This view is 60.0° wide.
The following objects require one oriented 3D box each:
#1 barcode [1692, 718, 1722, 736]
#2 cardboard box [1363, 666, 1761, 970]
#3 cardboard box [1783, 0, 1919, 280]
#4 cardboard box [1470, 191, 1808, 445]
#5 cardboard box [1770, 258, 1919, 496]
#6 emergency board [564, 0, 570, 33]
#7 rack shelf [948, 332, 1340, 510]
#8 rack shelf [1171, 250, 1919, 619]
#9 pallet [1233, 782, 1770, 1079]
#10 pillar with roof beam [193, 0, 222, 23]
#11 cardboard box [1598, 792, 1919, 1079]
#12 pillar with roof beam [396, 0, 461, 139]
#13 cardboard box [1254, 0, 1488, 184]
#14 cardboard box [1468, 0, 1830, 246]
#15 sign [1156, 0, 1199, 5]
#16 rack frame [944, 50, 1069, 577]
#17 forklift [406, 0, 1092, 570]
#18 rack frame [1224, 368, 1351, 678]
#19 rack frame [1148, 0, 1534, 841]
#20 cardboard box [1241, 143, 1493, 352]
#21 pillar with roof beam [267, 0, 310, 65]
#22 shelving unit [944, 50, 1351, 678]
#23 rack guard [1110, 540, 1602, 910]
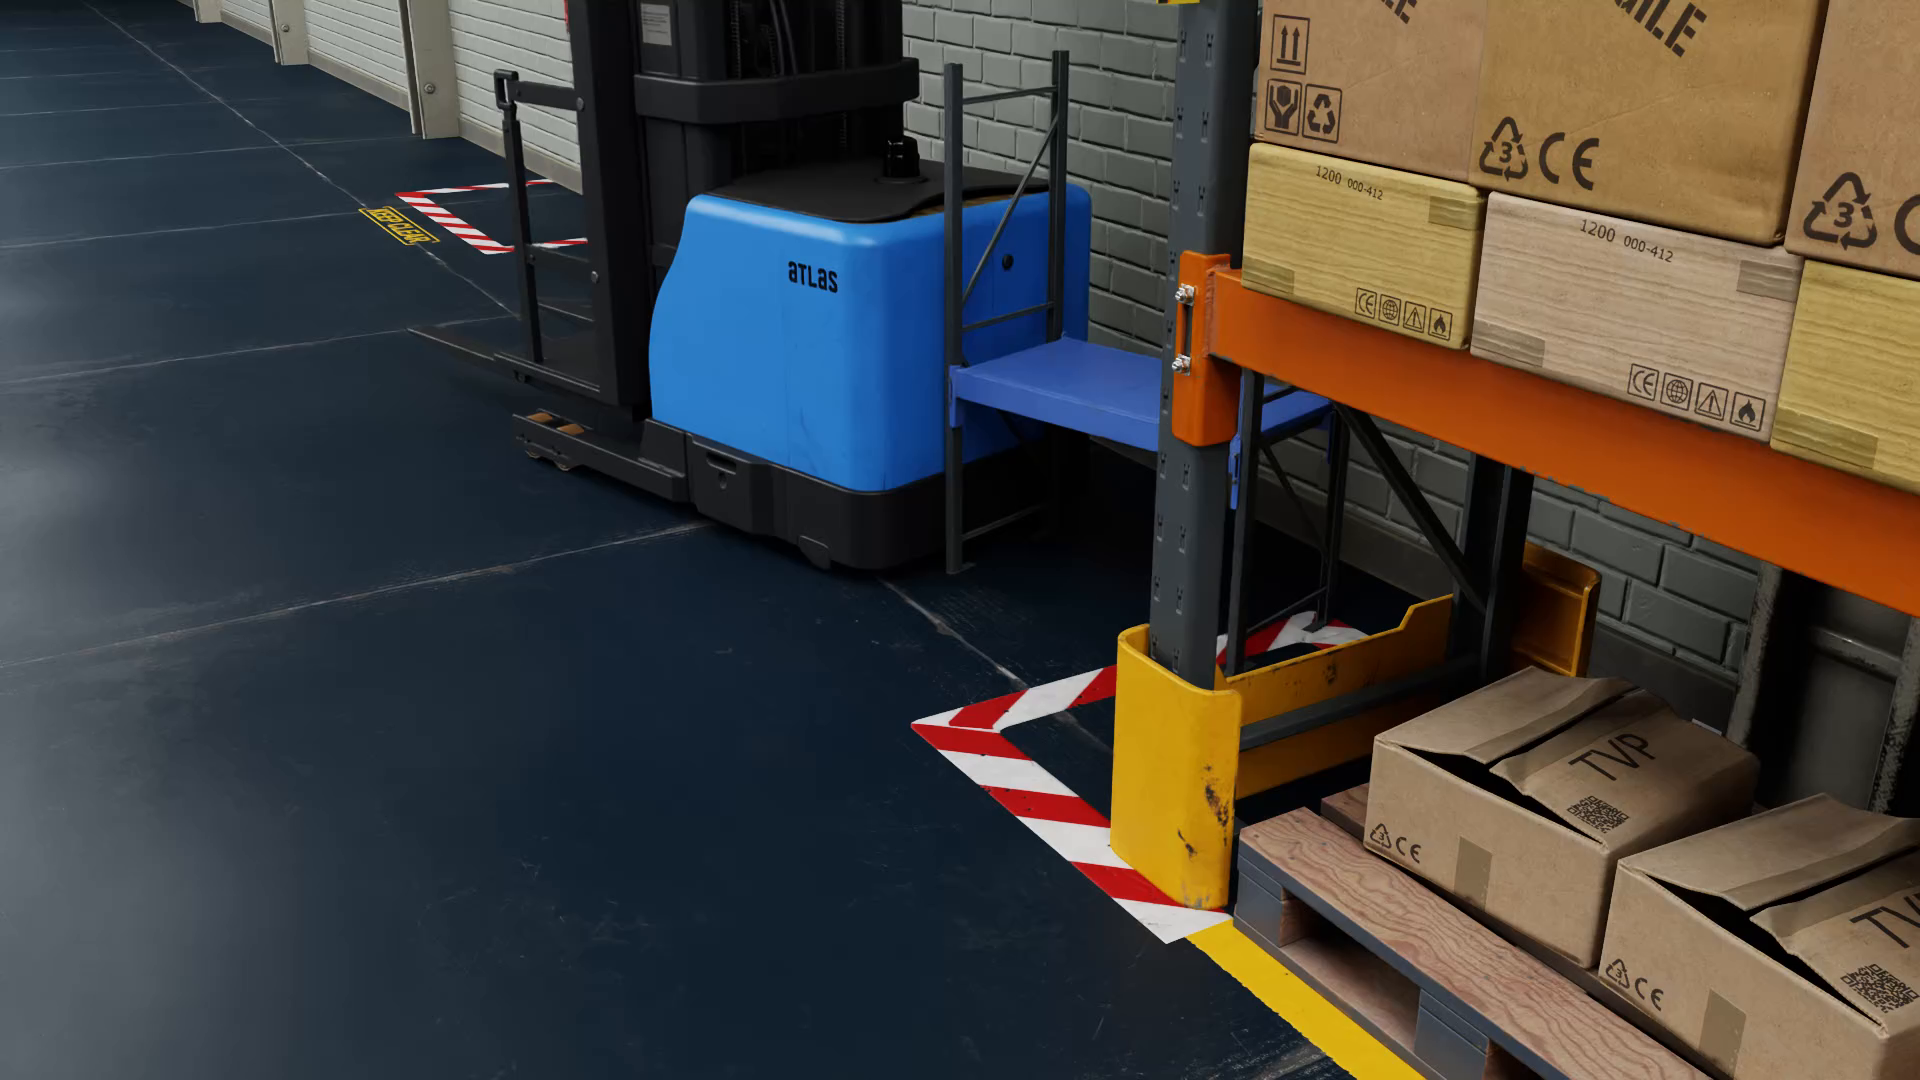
[{"bbox_3d":[1.486,0.399,3.321,0.001,0.075,0.075,-13,25,-28],"label":"barcode"},{"bbox_3d":[1.133,0.474,3.147,0.500,0.311,0.500,-16,27,-34],"label":"cardboard box"},{"bbox_3d":[1.345,-0.553,1.866,0.500,0.500,0.500,-14,26,-30],"label":"cardboard box"},{"bbox_3d":[1.111,-0.364,2.396,0.500,0.250,0.500,-13,26,-30],"label":"cardboard box"},{"bbox_3d":[1.366,-0.198,1.988,0.500,0.250,0.500,-13,26,-29],"label":"cardboard box"},{"bbox_3d":[-2.336,-3.498,9.934,0.194,1.169,0.643,-13,25,-28],"label":"emergency board"},{"bbox_3d":[0.510,-0.360,4.683,1.000,0.185,0.538,19,29,39],"label":"rack shelf"},{"bbox_3d":[1.879,0.172,1.860,1.077,0.370,4.000,-13,25,-28],"label":"rack shelf"},{"bbox_3d":[1.281,0.777,3.118,1.003,0.211,1.213,-13,25,-28],"label":"pallet"},{"bbox_3d":[-14.002,-10.469,19.117,9.100,9.000,0.400,-13,25,-28],"label":"pillar with roof beam"},{"bbox_3d":[1.424,0.659,2.693,0.500,0.311,0.500,-10,24,-24],"label":"cardboard box"},{"bbox_3d":[-7.872,-6.584,9.560,9.100,9.000,0.400,-13,25,-28],"label":"pillar with roof beam"},{"bbox_3d":[0.843,-0.884,2.678,0.500,0.500,0.500,-13,25,-28],"label":"cardboard box"},{"bbox_3d":[1.087,-0.722,2.280,0.500,0.500,0.500,-13,25,-28],"label":"cardboard box"},{"bbox_3d":[0.391,-1.105,2.898,0.100,0.325,0.005,-13,25,-28],"label":"sign"},{"bbox_3d":[0.136,-0.656,4.934,0.032,1.500,0.500,19,29,39],"label":"rack frame"},{"bbox_3d":[-0.979,-1.725,5.664,3.031,2.935,1.130,20,30,40],"label":"forklift"},{"bbox_3d":[0.883,-0.397,4.295,0.032,1.500,0.500,19,29,39],"label":"rack frame"},{"bbox_3d":[0.857,-0.809,3.318,1.000,3.000,0.127,-13,25,-28],"label":"rack frame"},{"bbox_3d":[0.833,-0.529,2.803,0.500,0.250,0.500,-13,26,-30],"label":"cardboard box"},{"bbox_3d":[-10.937,-8.526,14.338,9.100,9.000,0.400,-13,25,-28],"label":"pillar with roof beam"},{"bbox_3d":[0.510,-0.526,4.615,1.048,1.500,0.538,19,29,39],"label":"shelving unit"},{"bbox_3d":[0.896,0.374,3.728,1.175,0.500,0.348,-13,25,-28],"label":"rack guard"}]
